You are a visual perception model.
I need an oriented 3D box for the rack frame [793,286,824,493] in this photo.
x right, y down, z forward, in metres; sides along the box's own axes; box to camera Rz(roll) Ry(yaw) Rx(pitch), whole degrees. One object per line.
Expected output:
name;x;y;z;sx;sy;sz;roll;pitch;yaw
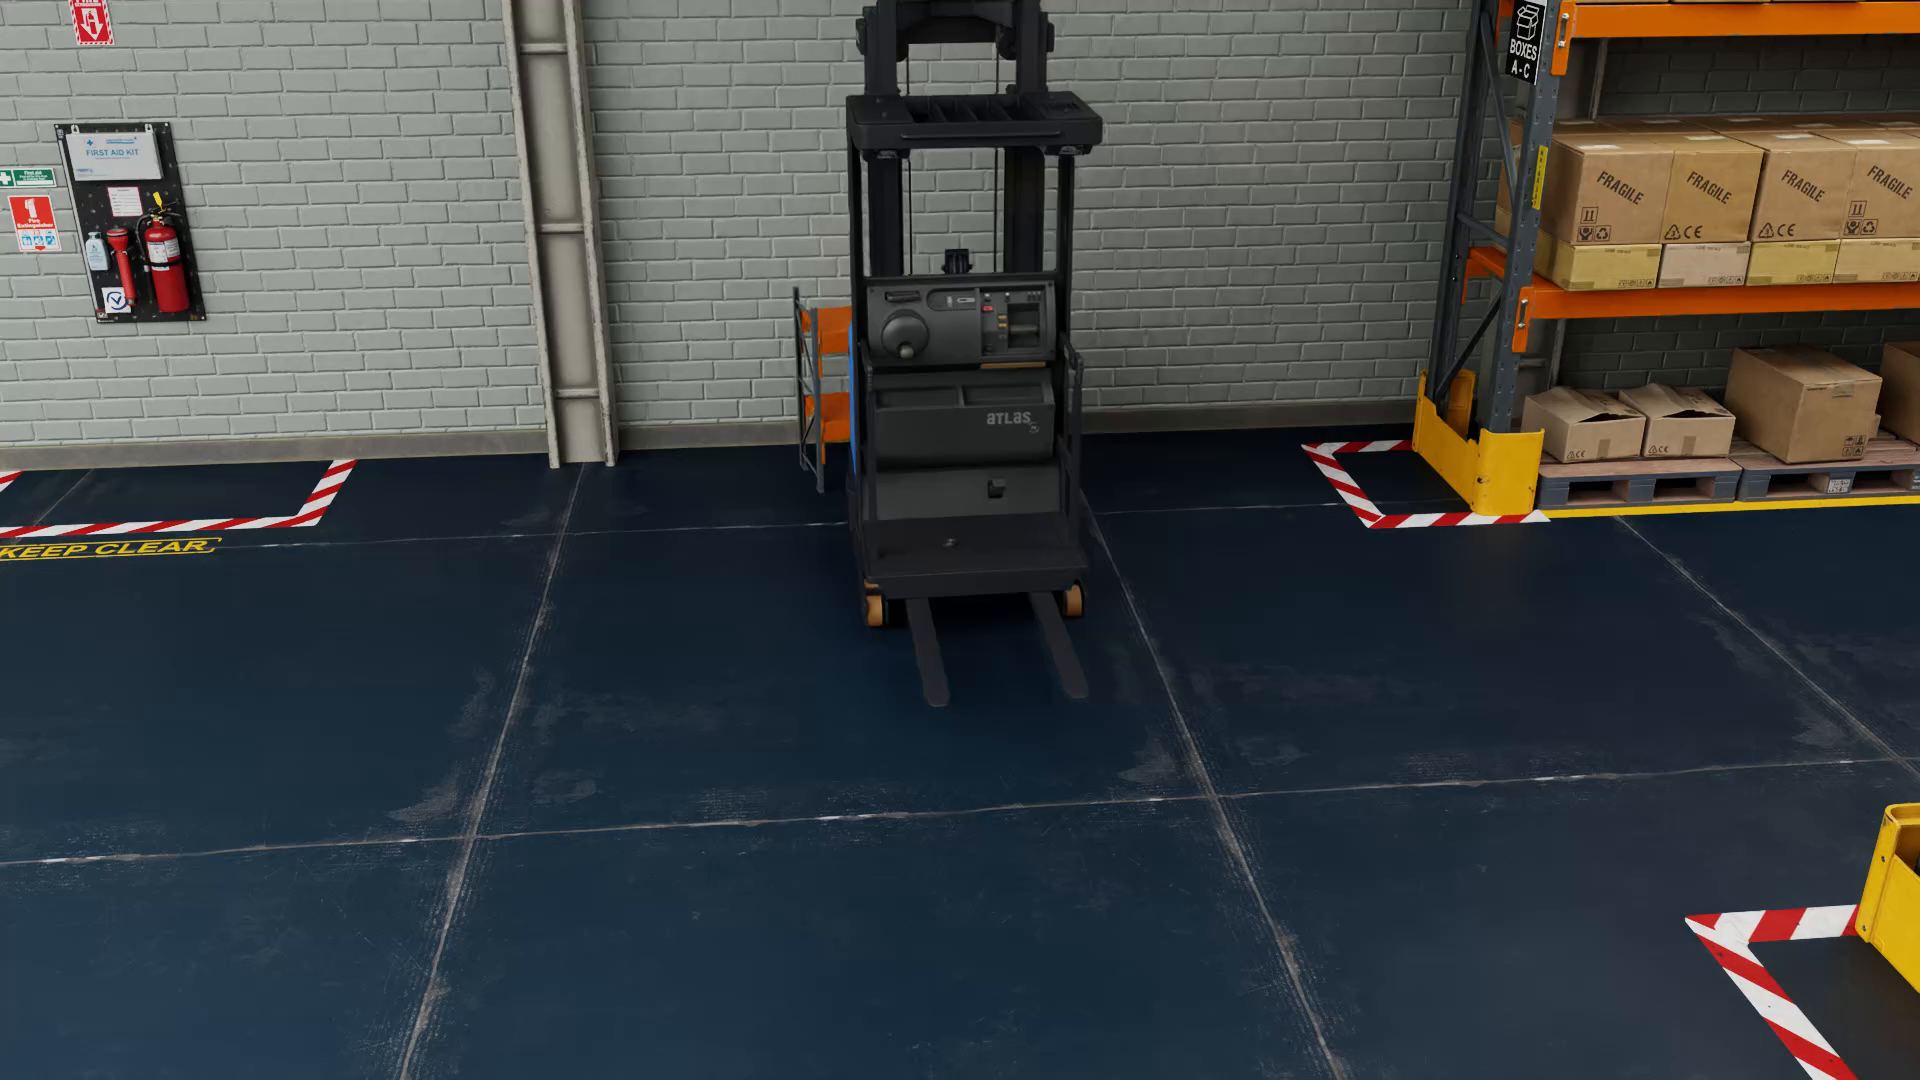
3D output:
rack frame;-0.900;-0.892;9.872;0.032;1.125;0.500;-8;25;-17

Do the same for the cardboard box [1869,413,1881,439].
cardboard box;5.403;-0.747;10.207;0.250;0.149;0.380;-4;24;-9

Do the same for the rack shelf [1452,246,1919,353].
rack shelf;5.007;-1.496;9.809;4.000;0.370;1.077;-2;24;-5

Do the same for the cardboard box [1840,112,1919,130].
cardboard box;5.497;-2.217;9.782;0.500;0.500;0.500;-2;24;-4

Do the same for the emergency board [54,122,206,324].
emergency board;-4.806;-1.800;9.607;0.643;1.169;0.194;-2;24;-5

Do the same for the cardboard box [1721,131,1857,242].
cardboard box;4.529;-1.960;9.203;0.500;0.500;0.500;-3;24;-7

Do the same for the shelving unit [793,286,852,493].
shelving unit;-0.418;-0.957;10.017;1.048;1.125;0.538;-8;25;-17

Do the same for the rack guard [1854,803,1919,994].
rack guard;3.483;1.400;5.485;0.348;0.500;1.175;-2;24;-5

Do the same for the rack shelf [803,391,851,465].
rack shelf;-0.418;-0.733;10.116;1.000;0.278;0.538;-8;25;-17

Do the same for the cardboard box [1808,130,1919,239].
cardboard box;5.041;-1.985;9.260;0.500;0.500;0.500;-2;24;-3

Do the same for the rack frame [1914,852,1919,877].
rack frame;3.507;0.257;4.979;0.127;3.000;1.000;-2;24;-5

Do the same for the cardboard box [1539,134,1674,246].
cardboard box;3.521;-1.926;9.127;0.500;0.500;0.500;-2;24;-5

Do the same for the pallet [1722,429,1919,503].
pallet;5.115;-0.540;10.204;1.213;0.211;1.003;-2;24;-5

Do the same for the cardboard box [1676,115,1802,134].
cardboard box;4.481;-2.172;9.680;0.500;0.500;0.500;-3;24;-7

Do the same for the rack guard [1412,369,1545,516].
rack guard;3.092;-0.606;9.998;0.348;0.500;1.175;-2;24;-5

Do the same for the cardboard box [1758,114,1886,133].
cardboard box;4.982;-2.192;9.725;0.500;0.500;0.500;-2;24;-4

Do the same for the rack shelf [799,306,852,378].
rack shelf;-0.418;-1.224;9.898;1.000;0.278;0.538;-8;25;-17

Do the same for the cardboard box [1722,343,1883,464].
cardboard box;5.016;-0.827;9.954;0.500;0.500;0.700;-4;24;-8

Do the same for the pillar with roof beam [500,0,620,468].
pillar with roof beam;-1.920;-2.885;4.661;0.400;9.000;9.100;-2;24;-5

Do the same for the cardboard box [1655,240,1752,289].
cardboard box;4.049;-1.603;9.325;0.500;0.250;0.500;-3;24;-7

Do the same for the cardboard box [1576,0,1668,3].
cardboard box;3.374;-3.083;8.652;0.500;0.500;0.500;-2;24;-4

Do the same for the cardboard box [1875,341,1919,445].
cardboard box;5.968;-0.906;10.131;0.500;0.500;0.500;-4;24;-9

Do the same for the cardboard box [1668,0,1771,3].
cardboard box;3.912;-3.090;8.668;0.500;0.500;0.500;-1;24;-2

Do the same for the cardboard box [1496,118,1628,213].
cardboard box;3.465;-2.133;9.593;0.500;0.500;0.500;-3;24;-6

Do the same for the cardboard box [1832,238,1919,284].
cardboard box;5.059;-1.641;9.408;0.500;0.250;0.500;-2;24;-5

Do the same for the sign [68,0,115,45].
sign;-4.824;-2.899;9.226;0.199;0.298;0.001;-2;24;-5

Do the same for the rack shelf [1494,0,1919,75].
rack shelf;5.007;-2.867;9.200;4.000;0.370;1.077;-2;24;-5

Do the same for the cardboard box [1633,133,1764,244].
cardboard box;4.014;-1.942;9.162;0.500;0.500;0.500;-2;24;-5

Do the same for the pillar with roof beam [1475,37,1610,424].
pillar with roof beam;4.051;-3.124;5.200;0.400;9.000;9.100;-2;24;-5

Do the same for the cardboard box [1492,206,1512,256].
cardboard box;3.463;-1.783;9.728;0.500;0.250;0.500;-2;24;-4

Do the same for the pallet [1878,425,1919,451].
pallet;6.332;-0.590;10.317;1.213;0.211;1.003;-2;24;-5

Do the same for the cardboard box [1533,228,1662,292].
cardboard box;3.533;-1.577;9.265;0.500;0.250;0.500;-3;24;-7

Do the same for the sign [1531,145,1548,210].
sign;3.070;-1.922;8.814;0.005;0.325;0.100;-2;24;-5

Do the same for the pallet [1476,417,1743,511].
pallet;3.904;-0.492;10.097;1.213;0.211;1.003;-2;24;-5

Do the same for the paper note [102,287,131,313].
paper note;-4.989;-1.418;9.833;0.142;0.148;0.016;-2;24;-5

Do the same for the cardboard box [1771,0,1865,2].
cardboard box;4.428;-3.112;8.719;0.500;0.500;0.500;-1;24;-3

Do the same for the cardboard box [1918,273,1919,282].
cardboard box;5.560;-1.661;9.454;0.500;0.250;0.500;-2;24;-5

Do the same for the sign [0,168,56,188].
sign;-5.361;-2.075;9.528;0.331;0.109;0.001;-2;24;-5

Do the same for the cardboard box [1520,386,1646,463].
cardboard box;3.714;-0.709;9.920;0.500;0.311;0.500;-5;24;-11

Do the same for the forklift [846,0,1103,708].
forklift;0.037;-1.051;8.007;1.130;2.935;3.031;-3;24;-6

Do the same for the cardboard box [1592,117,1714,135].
cardboard box;3.967;-2.149;9.629;0.500;0.500;0.500;-2;24;-4

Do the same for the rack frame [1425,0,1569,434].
rack frame;3.016;-1.745;9.483;0.127;3.000;1.000;-2;24;-5

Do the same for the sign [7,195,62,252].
sign;-5.366;-1.836;9.644;0.234;0.329;0.001;-2;24;-5

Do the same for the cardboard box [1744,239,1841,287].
cardboard box;4.556;-1.621;9.365;0.500;0.250;0.500;-3;24;-6

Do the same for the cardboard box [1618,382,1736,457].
cardboard box;4.281;-0.732;9.972;0.500;0.311;0.500;0;24;-1

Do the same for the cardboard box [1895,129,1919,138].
cardboard box;5.559;-2.006;9.308;0.500;0.500;0.500;-3;24;-7

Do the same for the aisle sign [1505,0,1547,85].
aisle sign;2.974;-2.809;8.676;0.004;0.787;0.394;-2;24;-5
